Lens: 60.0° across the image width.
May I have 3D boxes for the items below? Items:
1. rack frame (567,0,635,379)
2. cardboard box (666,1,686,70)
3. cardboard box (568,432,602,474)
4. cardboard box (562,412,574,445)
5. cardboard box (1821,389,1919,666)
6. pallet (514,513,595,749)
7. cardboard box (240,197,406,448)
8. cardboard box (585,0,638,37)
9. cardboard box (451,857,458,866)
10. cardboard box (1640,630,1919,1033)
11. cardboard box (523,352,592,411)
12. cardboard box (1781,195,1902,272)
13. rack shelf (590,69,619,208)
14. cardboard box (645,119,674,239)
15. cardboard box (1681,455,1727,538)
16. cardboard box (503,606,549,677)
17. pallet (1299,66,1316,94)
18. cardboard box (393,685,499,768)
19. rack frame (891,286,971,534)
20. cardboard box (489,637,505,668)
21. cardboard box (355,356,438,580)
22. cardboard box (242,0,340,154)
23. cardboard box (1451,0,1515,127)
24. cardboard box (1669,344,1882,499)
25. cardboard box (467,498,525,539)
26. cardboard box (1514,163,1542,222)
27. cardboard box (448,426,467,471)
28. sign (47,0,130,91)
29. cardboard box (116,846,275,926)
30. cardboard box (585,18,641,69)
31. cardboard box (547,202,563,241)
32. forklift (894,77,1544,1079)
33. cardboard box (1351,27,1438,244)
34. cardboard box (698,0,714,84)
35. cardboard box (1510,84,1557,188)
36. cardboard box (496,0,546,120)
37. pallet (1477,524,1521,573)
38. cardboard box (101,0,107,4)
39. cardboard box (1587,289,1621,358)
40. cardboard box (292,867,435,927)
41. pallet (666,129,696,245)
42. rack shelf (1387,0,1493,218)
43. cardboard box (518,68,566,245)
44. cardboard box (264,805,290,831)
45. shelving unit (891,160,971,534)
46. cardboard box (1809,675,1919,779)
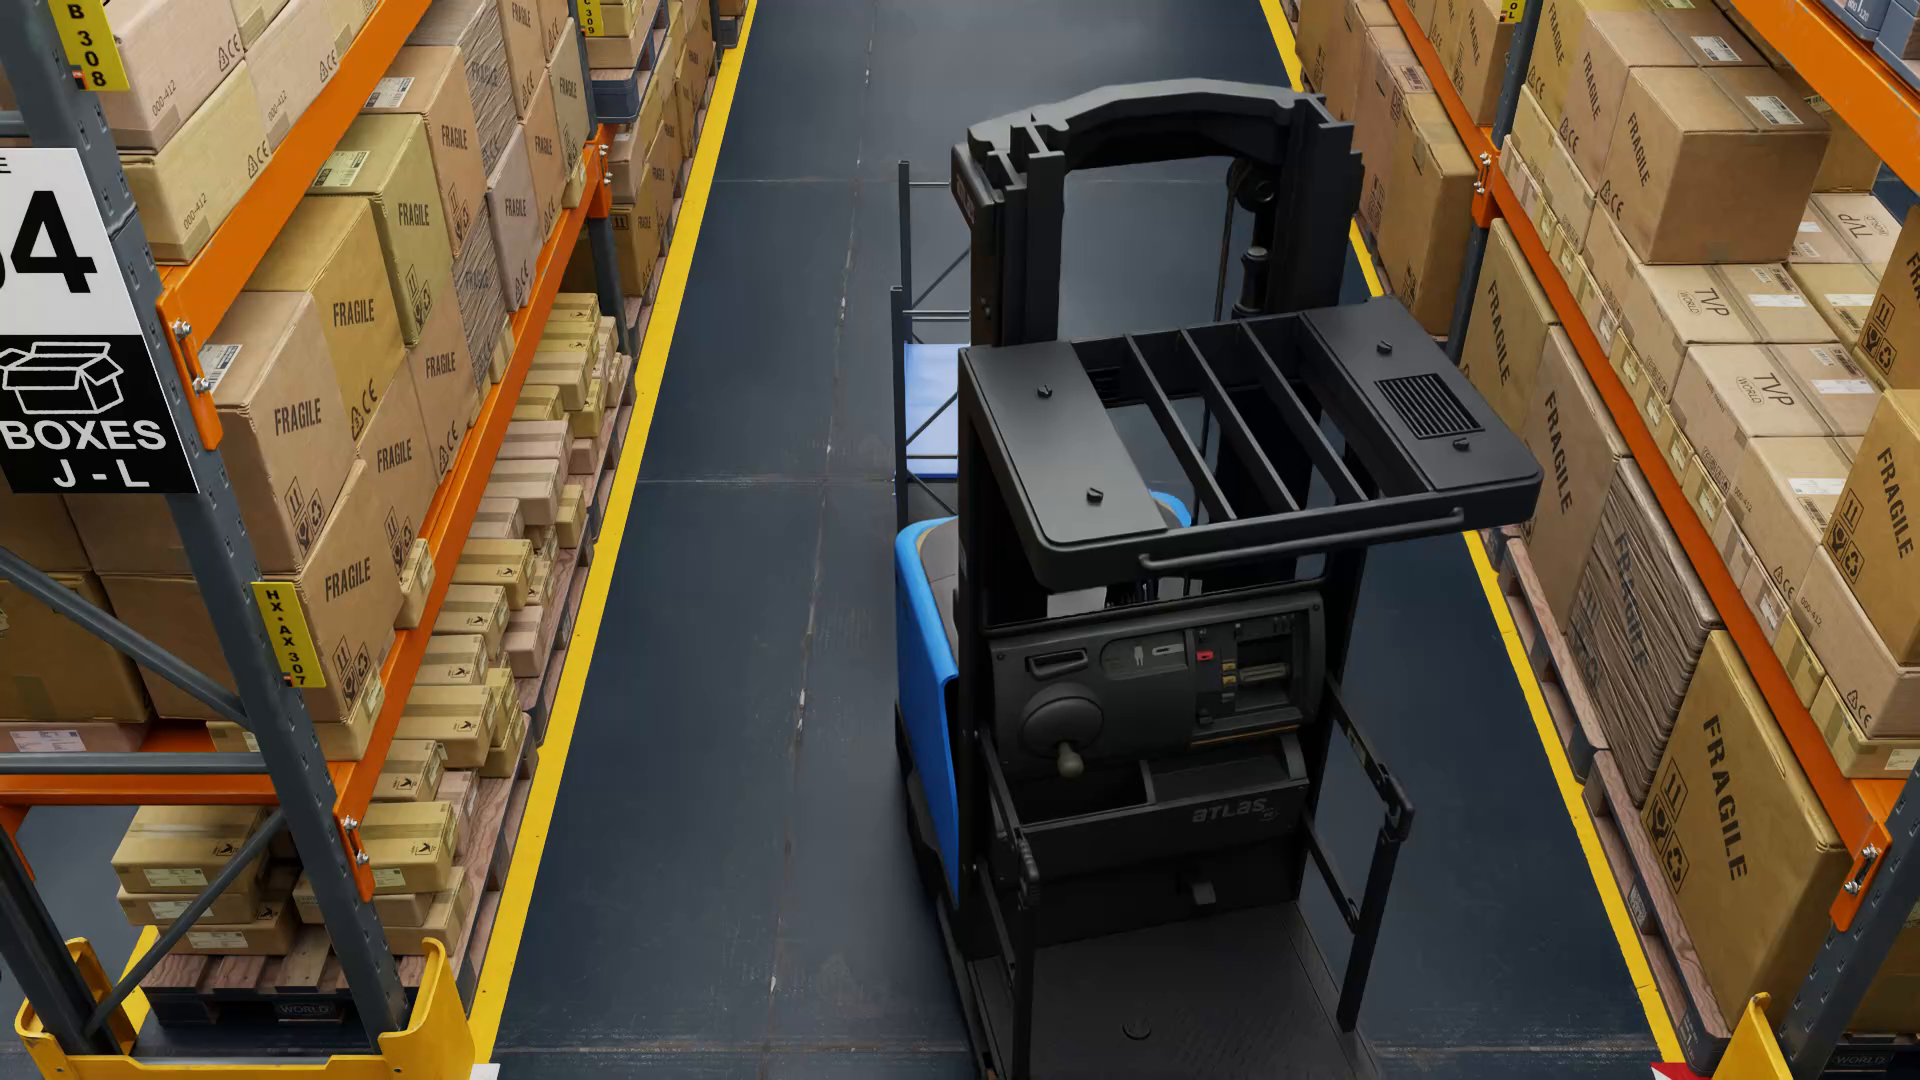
[{"bbox_3d":[-2.115,-1.939,7.271,1.000,3.000,0.127,0,39,0],"label":"rack frame"},{"bbox_3d":[-1.860,-2.860,9.484,0.500,0.250,0.500,1,39,1],"label":"cardboard box"},{"bbox_3d":[-1.792,-0.417,7.316,0.380,0.149,0.250,-1,39,-2],"label":"cardboard box"},{"bbox_3d":[-1.864,-0.416,7.076,0.380,0.149,0.250,0,39,0],"label":"cardboard box"},{"bbox_3d":[2.587,-0.032,4.174,0.500,0.500,0.500,0,39,1],"label":"cardboard box"},{"bbox_3d":[-2.074,0.334,6.664,1.003,0.211,1.213,0,39,0],"label":"pallet"},{"bbox_3d":[-1.852,-0.579,4.457,0.500,0.500,0.500,1,39,1],"label":"cardboard box"},{"bbox_3d":[-1.655,-2.367,7.433,0.380,0.149,0.250,1,39,1],"label":"cardboard box"},{"bbox_3d":[-1.873,1.020,5.523,0.380,0.149,0.250,0,39,0],"label":"cardboard box"},{"bbox_3d":[2.769,0.887,5.107,0.875,0.875,0.875,0,39,0],"label":"cardboard box"},{"bbox_3d":[-1.807,-0.685,7.174,0.380,0.149,0.250,0,39,0],"label":"cardboard box"},{"bbox_3d":[3.112,-1.018,6.004,0.500,0.250,0.500,1,39,1],"label":"cardboard box"},{"bbox_3d":[-2.117,-2.909,9.056,1.077,0.370,4.000,0,39,0],"label":"rack shelf"},{"bbox_3d":[-1.853,-1.920,8.911,0.500,0.500,0.500,2,39,2],"label":"cardboard box"},{"bbox_3d":[2.518,-0.141,5.228,0.380,0.149,0.250,-1,39,-1],"label":"cardboard box"},{"bbox_3d":[-1.779,0.389,6.310,0.380,0.149,0.250,-2,39,-2],"label":"cardboard box"},{"bbox_3d":[2.766,-2.799,10.574,1.003,0.211,1.213,0,39,0],"label":"pallet"},{"bbox_3d":[-1.764,0.621,5.544,0.380,0.149,0.250,0,39,0],"label":"cardboard box"},{"bbox_3d":[0.000,-0.321,6.451,0.500,1.500,0.032,0,39,0],"label":"rack frame"},{"bbox_3d":[-1.874,0.417,6.037,0.380,0.149,0.250,-2,39,-2],"label":"cardboard box"},{"bbox_3d":[-1.860,-0.208,4.793,0.500,0.500,0.500,0,39,0],"label":"cardboard box"},{"bbox_3d":[-1.851,-1.160,4.020,0.500,0.250,0.500,1,39,1],"label":"cardboard box"},{"bbox_3d":[2.572,-2.210,7.530,0.500,0.500,0.500,0,39,0],"label":"cardboard box"},{"bbox_3d":[2.583,-0.374,5.200,0.500,0.250,0.500,-1,39,-2],"label":"cardboard box"},{"bbox_3d":[-1.888,-0.029,6.356,0.380,0.149,0.250,0,39,0],"label":"cardboard box"},{"bbox_3d":[2.513,-1.432,6.839,0.380,0.149,0.250,-1,39,-2],"label":"cardboard box"},{"bbox_3d":[-1.856,-0.356,5.496,0.380,0.149,0.250,-1,39,-1],"label":"cardboard box"},{"bbox_3d":[-1.567,-0.949,2.939,0.100,0.325,0.005,0,39,0],"label":"sign"},{"bbox_3d":[-2.396,1.065,5.228,0.380,0.149,0.250,-1,39,-1],"label":"cardboard box"},{"bbox_3d":[-1.655,-2.251,7.526,0.380,0.149,0.250,-2,39,-2],"label":"cardboard box"},{"bbox_3d":[-1.830,-1.334,6.717,0.380,0.149,0.250,1,39,2],"label":"cardboard box"},{"bbox_3d":[0.591,0.470,4.320,1.130,2.935,3.031,-8,39,-10],"label":"forklift"},{"bbox_3d":[2.823,-2.173,8.926,1.225,0.875,0.875,-1,39,-2],"label":"cardboard box"},{"bbox_3d":[-1.857,-3.217,10.529,0.500,0.500,0.500,0,39,0],"label":"cardboard box"},{"bbox_3d":[2.584,-1.643,6.783,0.500,0.250,0.500,-1,39,-1],"label":"cardboard box"},{"bbox_3d":[-1.838,-1.867,6.064,0.500,0.500,0.500,-1,39,-1],"label":"cardboard box"},{"bbox_3d":[2.768,-0.315,7.475,1.003,0.211,1.213,0,39,0],"label":"pallet"},{"bbox_3d":[-1.883,-1.103,3.230,0.380,0.149,0.250,0,39,0],"label":"cardboard box"},{"bbox_3d":[2.515,-0.785,6.032,0.380,0.149,0.250,0,39,0],"label":"cardboard box"},{"bbox_3d":[-1.854,1.067,5.226,0.380,0.149,0.250,1,39,2],"label":"cardboard box"},{"bbox_3d":[-2.121,-2.102,9.705,1.003,0.211,1.213,0,39,0],"label":"pallet"},{"bbox_3d":[2.843,-2.849,8.982,1.077,0.370,4.000,0,39,0],"label":"rack shelf"},{"bbox_3d":[-1.832,-1.467,6.364,0.500,0.500,0.500,-1,39,-1],"label":"cardboard box"},{"bbox_3d":[-2.307,0.791,5.332,0.380,0.149,0.250,1,39,1],"label":"cardboard box"},{"bbox_3d":[0.000,-0.639,6.848,0.538,1.500,1.048,0,39,0],"label":"shelving unit"},{"bbox_3d":[2.520,0.498,4.431,0.380,0.149,0.250,1,39,1],"label":"cardboard box"}]
